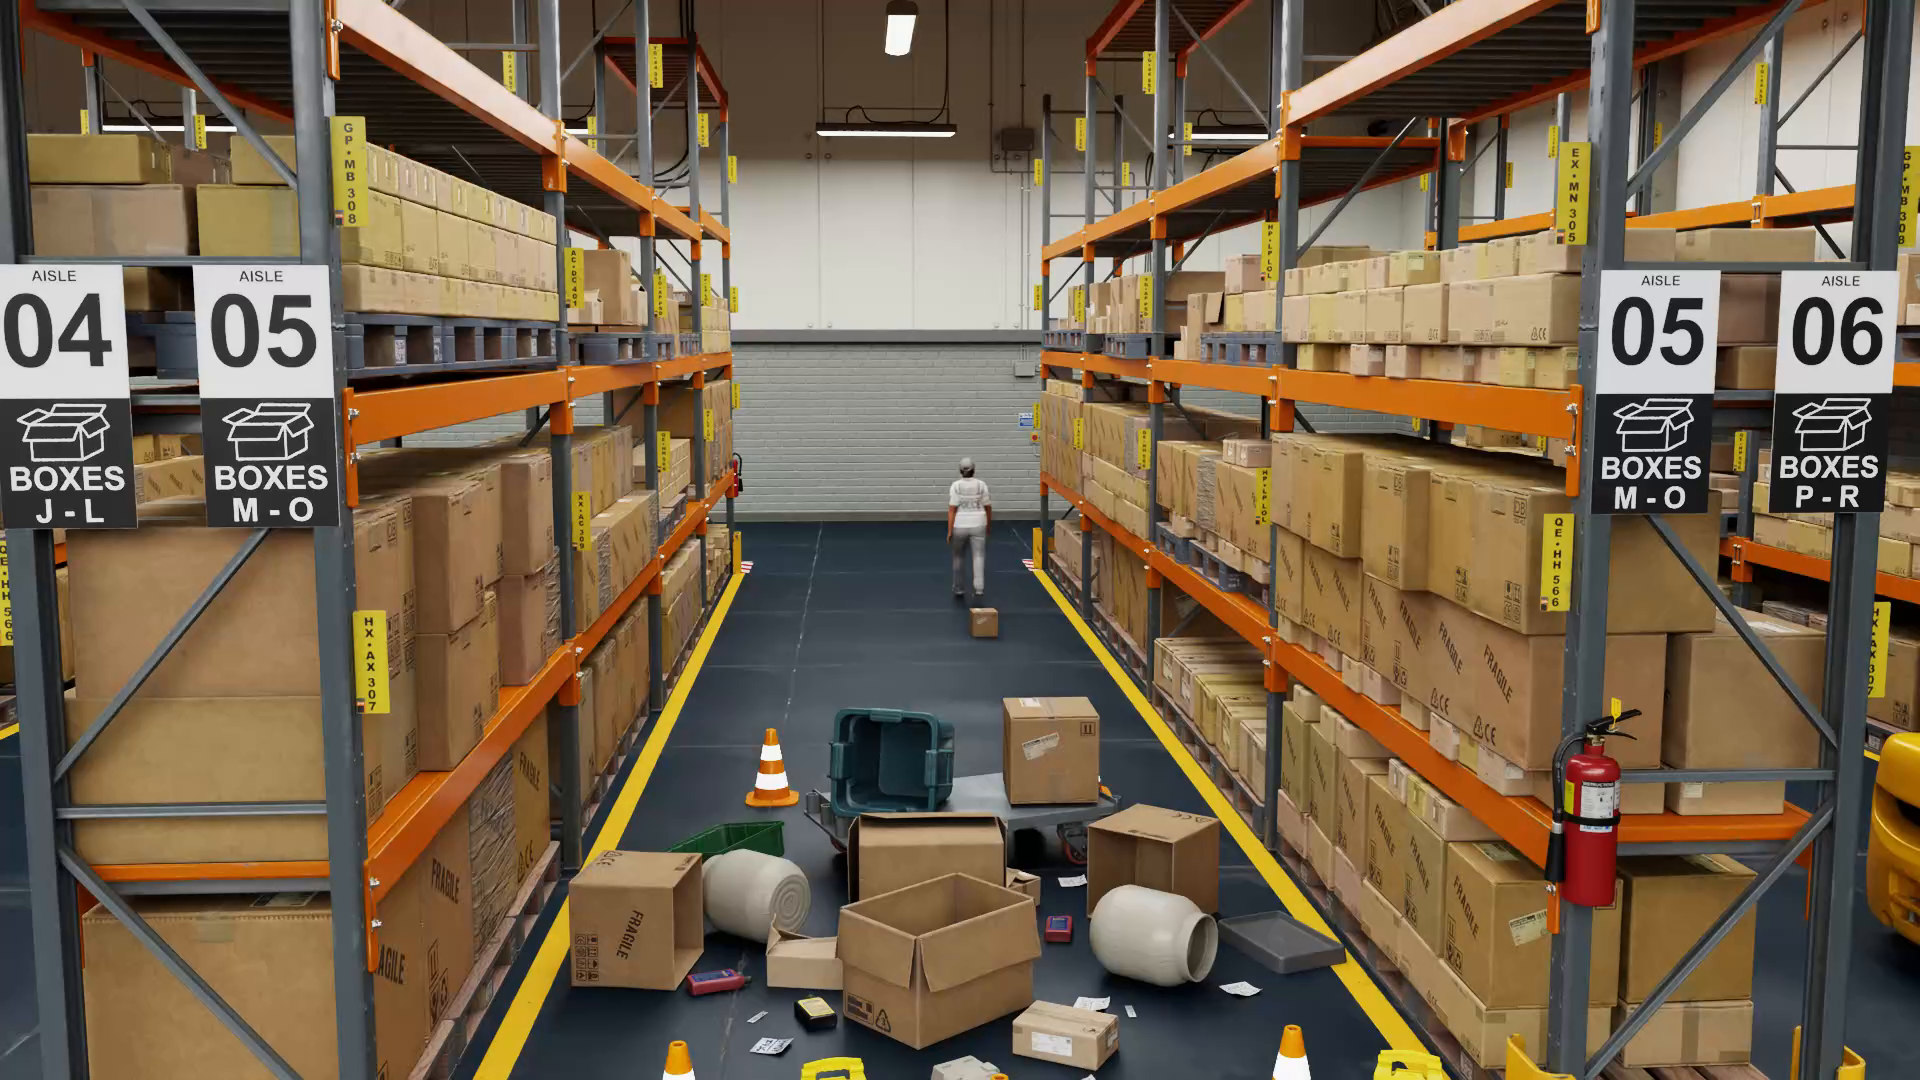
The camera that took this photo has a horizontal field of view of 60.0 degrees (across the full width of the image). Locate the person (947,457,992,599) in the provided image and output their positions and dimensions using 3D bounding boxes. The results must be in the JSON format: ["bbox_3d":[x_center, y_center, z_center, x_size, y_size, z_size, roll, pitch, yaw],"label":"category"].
[{"bbox_3d":[0.107,-0.139,18.910,0.503,1.607,1.037,0,7,0],"label":"person"}]
